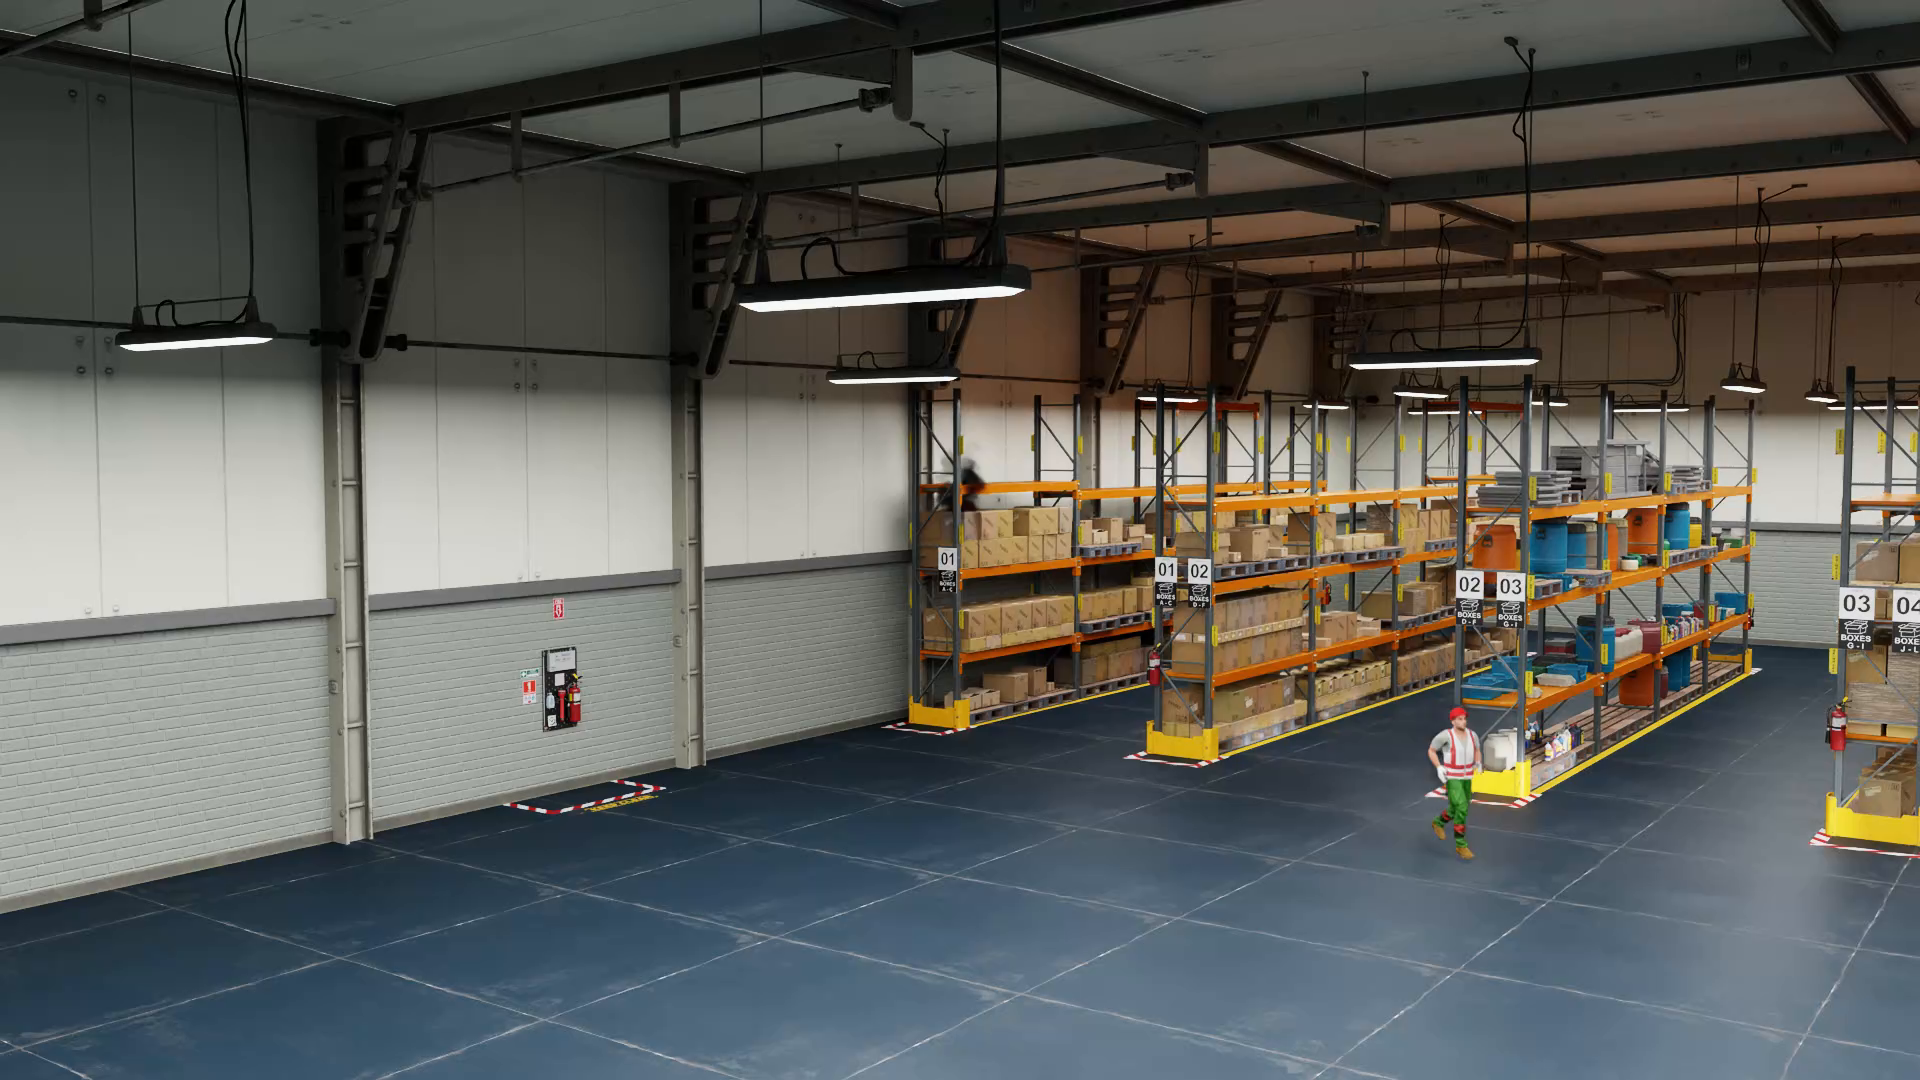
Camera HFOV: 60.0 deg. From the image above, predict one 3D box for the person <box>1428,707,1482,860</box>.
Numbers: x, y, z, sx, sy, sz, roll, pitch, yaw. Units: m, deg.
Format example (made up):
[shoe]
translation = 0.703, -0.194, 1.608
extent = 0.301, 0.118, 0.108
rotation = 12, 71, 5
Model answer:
[person]
translation = 6.092, 2.937, 20.447
extent = 0.652, 1.804, 0.867
rotation = -1, 3, -20
